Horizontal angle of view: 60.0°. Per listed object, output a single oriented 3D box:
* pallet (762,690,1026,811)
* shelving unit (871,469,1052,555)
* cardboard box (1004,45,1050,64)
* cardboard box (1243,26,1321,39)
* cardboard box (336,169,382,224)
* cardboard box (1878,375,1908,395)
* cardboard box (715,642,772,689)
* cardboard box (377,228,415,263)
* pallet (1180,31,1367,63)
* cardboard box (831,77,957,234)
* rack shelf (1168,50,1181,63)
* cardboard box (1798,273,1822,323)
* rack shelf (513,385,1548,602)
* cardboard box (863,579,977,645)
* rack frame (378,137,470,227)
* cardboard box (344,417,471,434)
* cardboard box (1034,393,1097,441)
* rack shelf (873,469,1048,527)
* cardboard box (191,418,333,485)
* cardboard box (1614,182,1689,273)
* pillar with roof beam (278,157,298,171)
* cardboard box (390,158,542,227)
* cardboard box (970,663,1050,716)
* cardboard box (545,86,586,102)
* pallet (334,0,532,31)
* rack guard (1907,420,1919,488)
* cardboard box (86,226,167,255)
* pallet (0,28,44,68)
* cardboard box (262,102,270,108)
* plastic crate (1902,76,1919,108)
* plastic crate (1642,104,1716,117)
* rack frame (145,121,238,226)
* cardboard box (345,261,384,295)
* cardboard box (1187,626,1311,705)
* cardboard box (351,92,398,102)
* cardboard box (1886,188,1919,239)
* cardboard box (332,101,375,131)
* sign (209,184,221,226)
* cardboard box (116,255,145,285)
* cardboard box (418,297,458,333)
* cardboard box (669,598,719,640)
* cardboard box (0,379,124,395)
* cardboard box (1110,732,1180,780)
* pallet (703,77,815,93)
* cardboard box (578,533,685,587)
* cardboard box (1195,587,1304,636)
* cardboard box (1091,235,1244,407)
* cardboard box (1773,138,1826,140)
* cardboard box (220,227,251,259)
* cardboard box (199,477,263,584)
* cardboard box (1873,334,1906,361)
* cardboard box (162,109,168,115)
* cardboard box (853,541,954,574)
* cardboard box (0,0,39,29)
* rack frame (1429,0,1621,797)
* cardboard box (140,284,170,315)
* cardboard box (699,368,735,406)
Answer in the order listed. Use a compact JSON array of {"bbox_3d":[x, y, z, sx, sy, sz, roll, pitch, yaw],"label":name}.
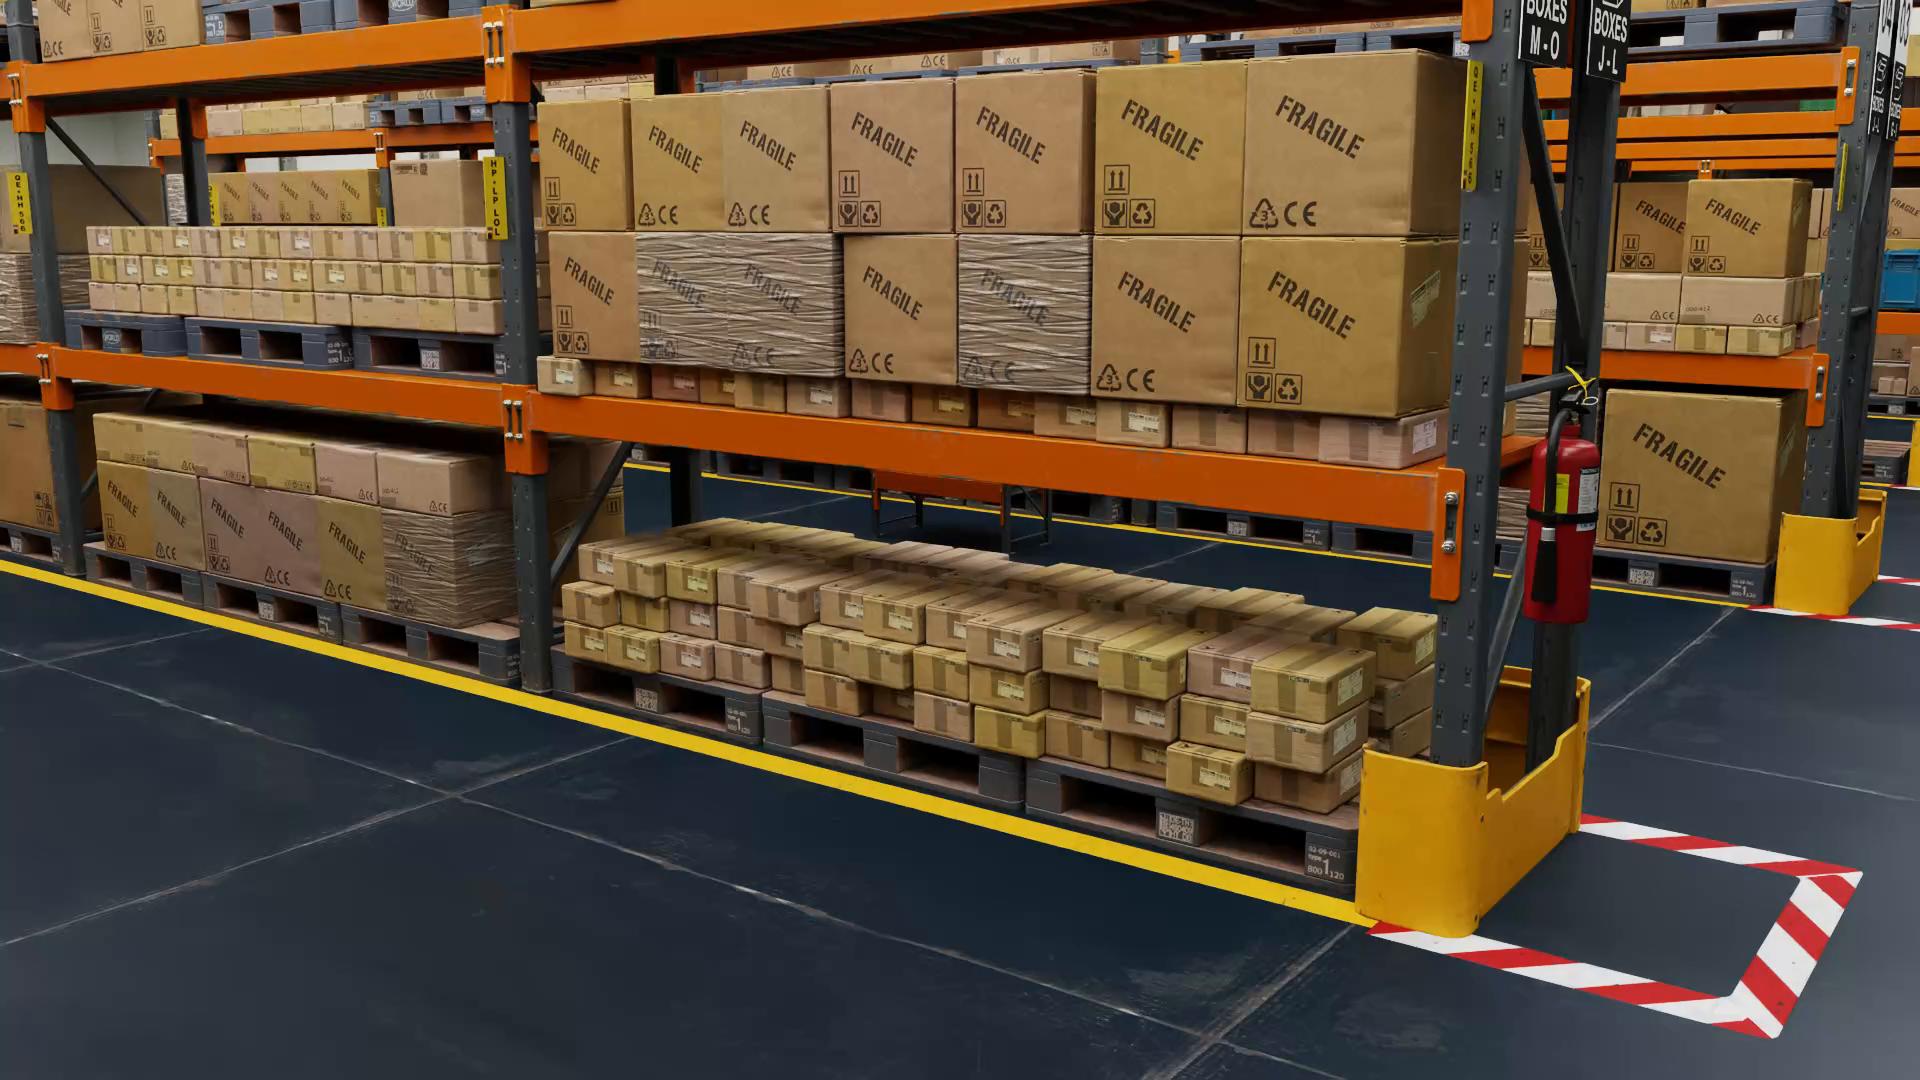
[{"bbox_3d":[0.008,0.686,6.429,1.213,0.211,1.003,8,13,36],"label":"pallet"},{"bbox_3d":[0.005,-0.552,10.419,1.048,1.125,0.538,8,13,36],"label":"shelving unit"},{"bbox_3d":[0.645,-3.411,11.494,0.500,0.311,0.500,7,13,34],"label":"cardboard box"},{"bbox_3d":[2.142,-3.337,10.351,0.500,0.500,0.700,7,13,32],"label":"cardboard box"},{"bbox_3d":[-5.498,-3.232,15.662,0.500,0.500,0.500,8,13,36],"label":"cardboard box"},{"bbox_3d":[9.709,-1.613,17.269,0.250,0.166,0.380,8,13,36],"label":"cardboard box"},{"bbox_3d":[-0.759,0.464,6.634,0.250,0.149,0.380,8,13,34],"label":"cardboard box"},{"bbox_3d":[-2.405,-1.340,7.549,0.250,0.149,0.380,7,13,34],"label":"cardboard box"},{"bbox_3d":[2.129,-2.974,10.341,1.213,0.211,1.003,8,13,36],"label":"pallet"},{"bbox_3d":[-0.095,-1.313,5.742,0.500,0.500,0.500,7,13,34],"label":"cardboard box"},{"bbox_3d":[2.506,-6.225,21.962,4.000,0.370,1.077,8,13,36],"label":"rack shelf"},{"bbox_3d":[4.472,-1.356,9.256,0.500,0.250,0.500,8,13,34],"label":"cardboard box"},{"bbox_3d":[1.517,-1.410,7.931,4.006,1.845,5.958,8,13,36],"label":"rack shelf"},{"bbox_3d":[-0.142,0.261,6.117,0.250,0.149,0.380,8,14,36],"label":"cardboard box"},{"bbox_3d":[-4.972,-2.538,15.751,0.127,3.000,1.000,8,13,36],"label":"rack frame"},{"bbox_3d":[-2.820,-0.479,8.608,0.500,0.250,0.500,9,14,38],"label":"cardboard box"},{"bbox_3d":[0.448,-0.430,5.515,0.250,0.149,0.380,7,13,33],"label":"cardboard box"},{"bbox_3d":[0.005,-0.311,10.465,1.000,0.278,0.538,8,13,36],"label":"rack shelf"},{"bbox_3d":[-3.553,-0.458,8.502,0.500,0.250,0.500,8,14,36],"label":"cardboard box"},{"bbox_3d":[4.069,-1.781,9.475,0.500,0.500,0.500,8,13,34],"label":"cardboard box"},{"bbox_3d":[-20.217,-10.301,40.083,0.548,9.000,9.100,8,13,36],"label":"pillar with roof beam"},{"bbox_3d":[-4.415,-2.928,15.081,1.000,1.000,1.000,8,14,36],"label":"cardboard box"},{"bbox_3d":[0.243,0.477,5.786,0.250,0.149,0.380,8,14,36],"label":"cardboard box"},{"bbox_3d":[-3.088,-3.614,13.809,0.500,0.250,0.500,8,14,37],"label":"cardboard box"},{"bbox_3d":[-1.976,-2.357,7.411,1.003,0.211,1.213,8,13,36],"label":"pallet"},{"bbox_3d":[7.658,-0.719,12.930,0.348,0.500,1.175,8,13,36],"label":"rack guard"},{"bbox_3d":[-4.504,-1.633,9.063,0.250,0.149,0.380,8,14,36],"label":"cardboard box"},{"bbox_3d":[-5.316,-2.784,9.625,1.003,0.211,1.213,9,14,38],"label":"pallet"},{"bbox_3d":[-6.636,-4.316,16.391,0.250,0.149,0.380,7,13,33],"label":"cardboard box"},{"bbox_3d":[7.486,-3.441,12.868,0.590,0.269,0.497,8,13,36],"label":"plastic crate"},{"bbox_3d":[5.819,-3.485,13.441,0.530,0.136,0.437,8,13,36],"label":"plastic crate"},{"bbox_3d":[-8.197,-2.988,18.075,0.127,3.000,1.000,8,13,36],"label":"rack frame"},{"bbox_3d":[-2.614,-1.222,7.720,0.250,0.149,0.380,7,13,34],"label":"cardboard box"},{"bbox_3d":[0.937,0.403,5.384,0.250,0.149,0.380,8,14,37],"label":"cardboard box"},{"bbox_3d":[-5.405,-4.125,15.402,0.250,0.149,0.380,8,14,37],"label":"cardboard box"},{"bbox_3d":[9.637,-3.310,16.844,0.500,0.500,0.500,8,14,37],"label":"cardboard box"},{"bbox_3d":[-5.494,-3.948,15.538,0.500,0.250,0.500,9,14,38],"label":"cardboard box"},{"bbox_3d":[-4.452,-1.954,9.892,0.005,0.325,0.100,8,13,36],"label":"sign"},{"bbox_3d":[-4.275,-1.454,8.920,0.250,0.149,0.380,9,14,38],"label":"cardboard box"},{"bbox_3d":[-2.189,-1.017,7.444,0.250,0.149,0.380,8,14,36],"label":"cardboard box"},{"bbox_3d":[-0.964,0.283,6.785,0.250,0.149,0.380,8,13,35],"label":"cardboard box"},{"bbox_3d":[-5.910,-0.622,10.664,0.750,0.750,1.050,8,14,36],"label":"cardboard box"},{"bbox_3d":[0.705,0.669,5.574,0.250,0.149,0.380,8,13,35],"label":"cardboard box"},{"bbox_3d":[-1.198,-3.404,12.827,1.003,0.211,1.213,9,14,38],"label":"pallet"},{"bbox_3d":[-1.387,0.081,7.046,0.250,0.149,0.380,9,14,38],"label":"cardboard box"},{"bbox_3d":[1.040,0.289,5.971,0.250,0.149,0.380,8,13,35],"label":"cardboard box"},{"bbox_3d":[0.756,-0.706,5.234,0.500,0.500,0.500,8,13,35],"label":"cardboard box"},{"bbox_3d":[8.795,-4.292,17.316,0.500,0.250,0.500,8,13,36],"label":"cardboard box"},{"bbox_3d":[-3.448,-1.486,8.303,0.250,0.149,0.380,8,14,37],"label":"cardboard box"},{"bbox_3d":[-3.523,-0.088,8.560,0.500,0.500,0.500,8,13,34],"label":"cardboard box"},{"bbox_3d":[12.063,-2.619,21.644,0.500,0.500,0.700,7,13,34],"label":"cardboard box"},{"bbox_3d":[-8.111,-4.516,17.424,0.250,0.149,0.380,8,13,35],"label":"cardboard box"},{"bbox_3d":[-0.231,0.118,6.856,0.250,0.149,0.380,7,13,33],"label":"cardboard box"},{"bbox_3d":[-5.379,-2.987,9.422,0.250,0.166,0.380,8,13,36],"label":"cardboard box"},{"bbox_3d":[1.682,-0.441,4.911,0.127,3.000,1.000,8,13,36],"label":"rack frame"},{"bbox_3d":[-4.091,-1.281,8.812,0.250,0.149,0.380,9,14,38],"label":"cardboard box"},{"bbox_3d":[-0.793,-0.614,6.468,0.250,0.149,0.380,7,13,33],"label":"cardboard box"}]
